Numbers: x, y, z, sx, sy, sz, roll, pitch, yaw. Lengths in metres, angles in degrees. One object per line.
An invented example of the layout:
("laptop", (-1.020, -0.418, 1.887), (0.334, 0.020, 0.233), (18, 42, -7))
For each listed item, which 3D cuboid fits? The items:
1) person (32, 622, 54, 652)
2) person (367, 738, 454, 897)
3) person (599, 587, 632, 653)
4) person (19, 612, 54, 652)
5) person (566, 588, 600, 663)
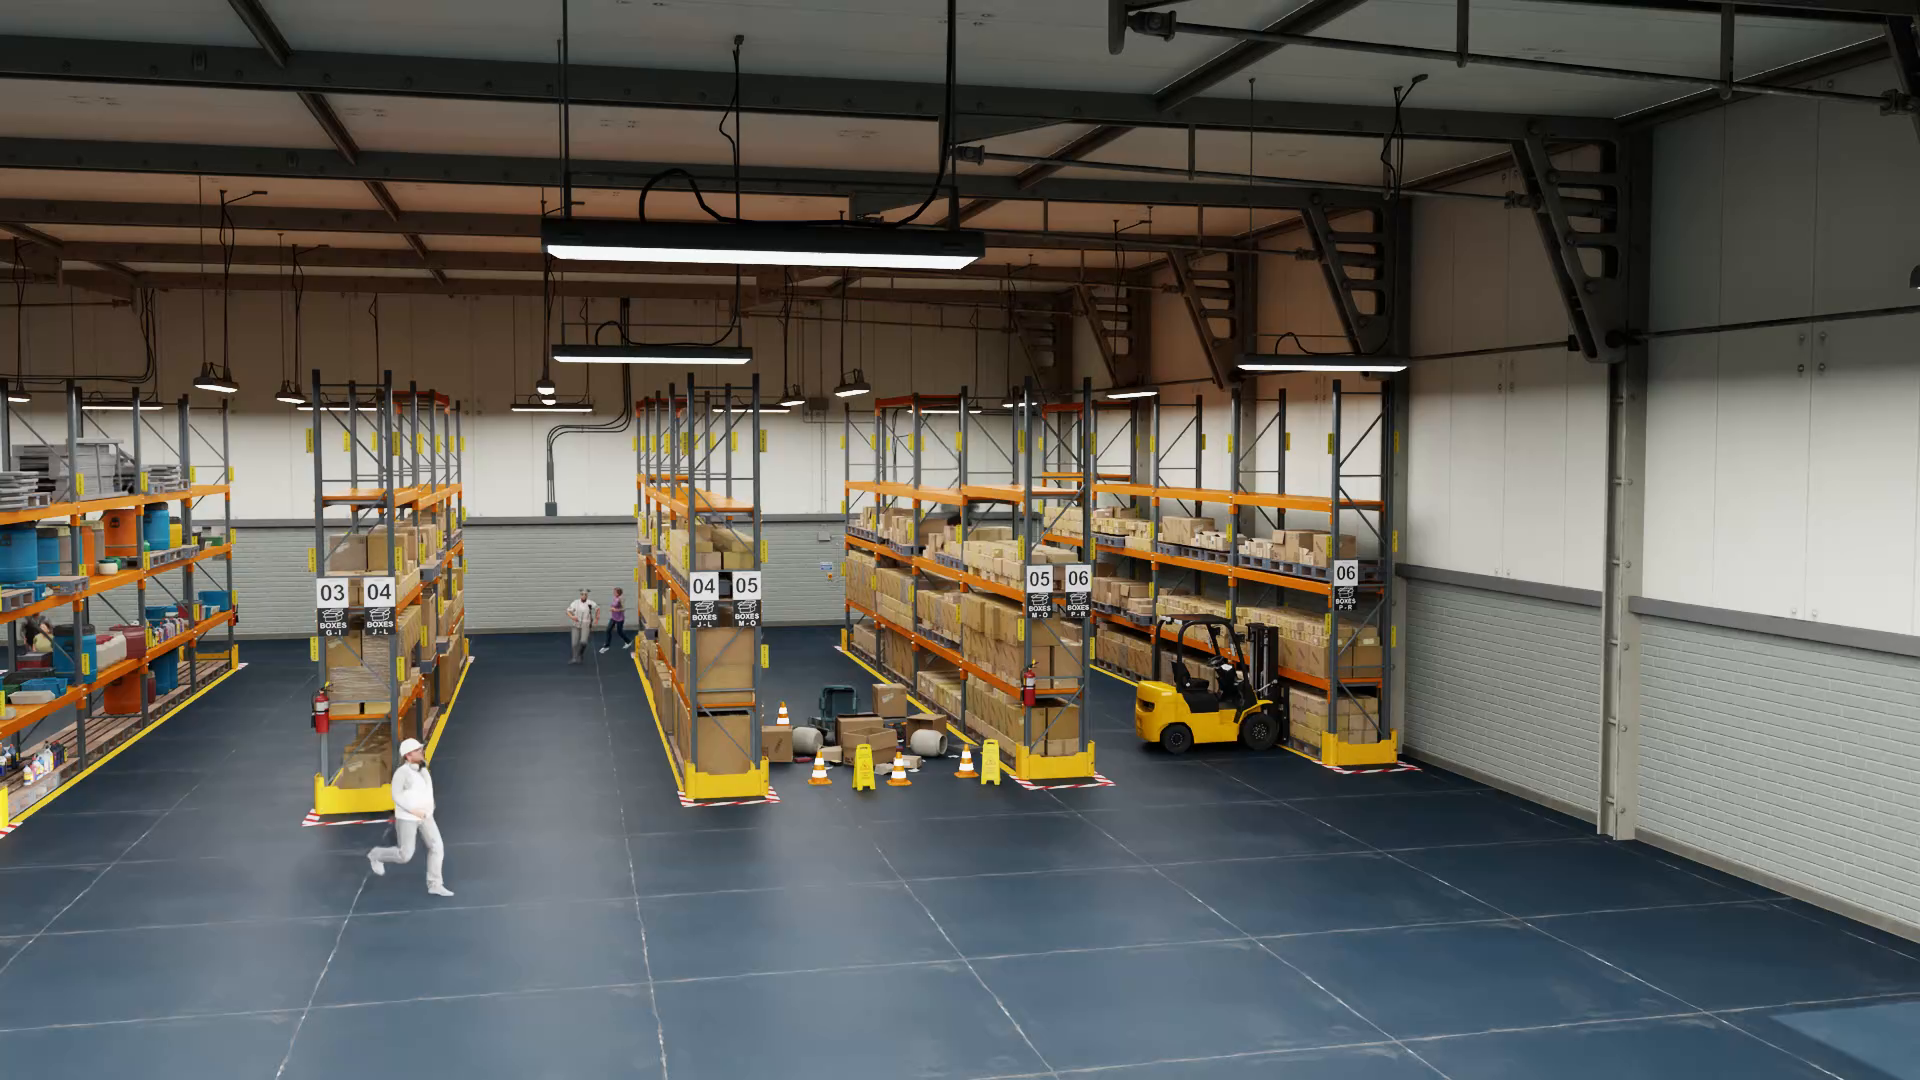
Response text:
("person", (-17.178, 2.364, 31.319), (0.599, 1.664, 1.008), (-1, 3, -10))
("person", (-6.112, 3.085, 18.516), (1.010, 1.759, 0.641), (1, 4, 20))
("person", (-8.176, 1.910, 39.906), (0.579, 1.578, 0.848), (3, 5, 45))
("person", (-19.136, 2.172, 34.479), (0.644, 1.677, 0.580), (-2, 4, -25))
("person", (-8.584, 1.952, 37.865), (0.747, 1.721, 0.621), (0, 3, -8))
